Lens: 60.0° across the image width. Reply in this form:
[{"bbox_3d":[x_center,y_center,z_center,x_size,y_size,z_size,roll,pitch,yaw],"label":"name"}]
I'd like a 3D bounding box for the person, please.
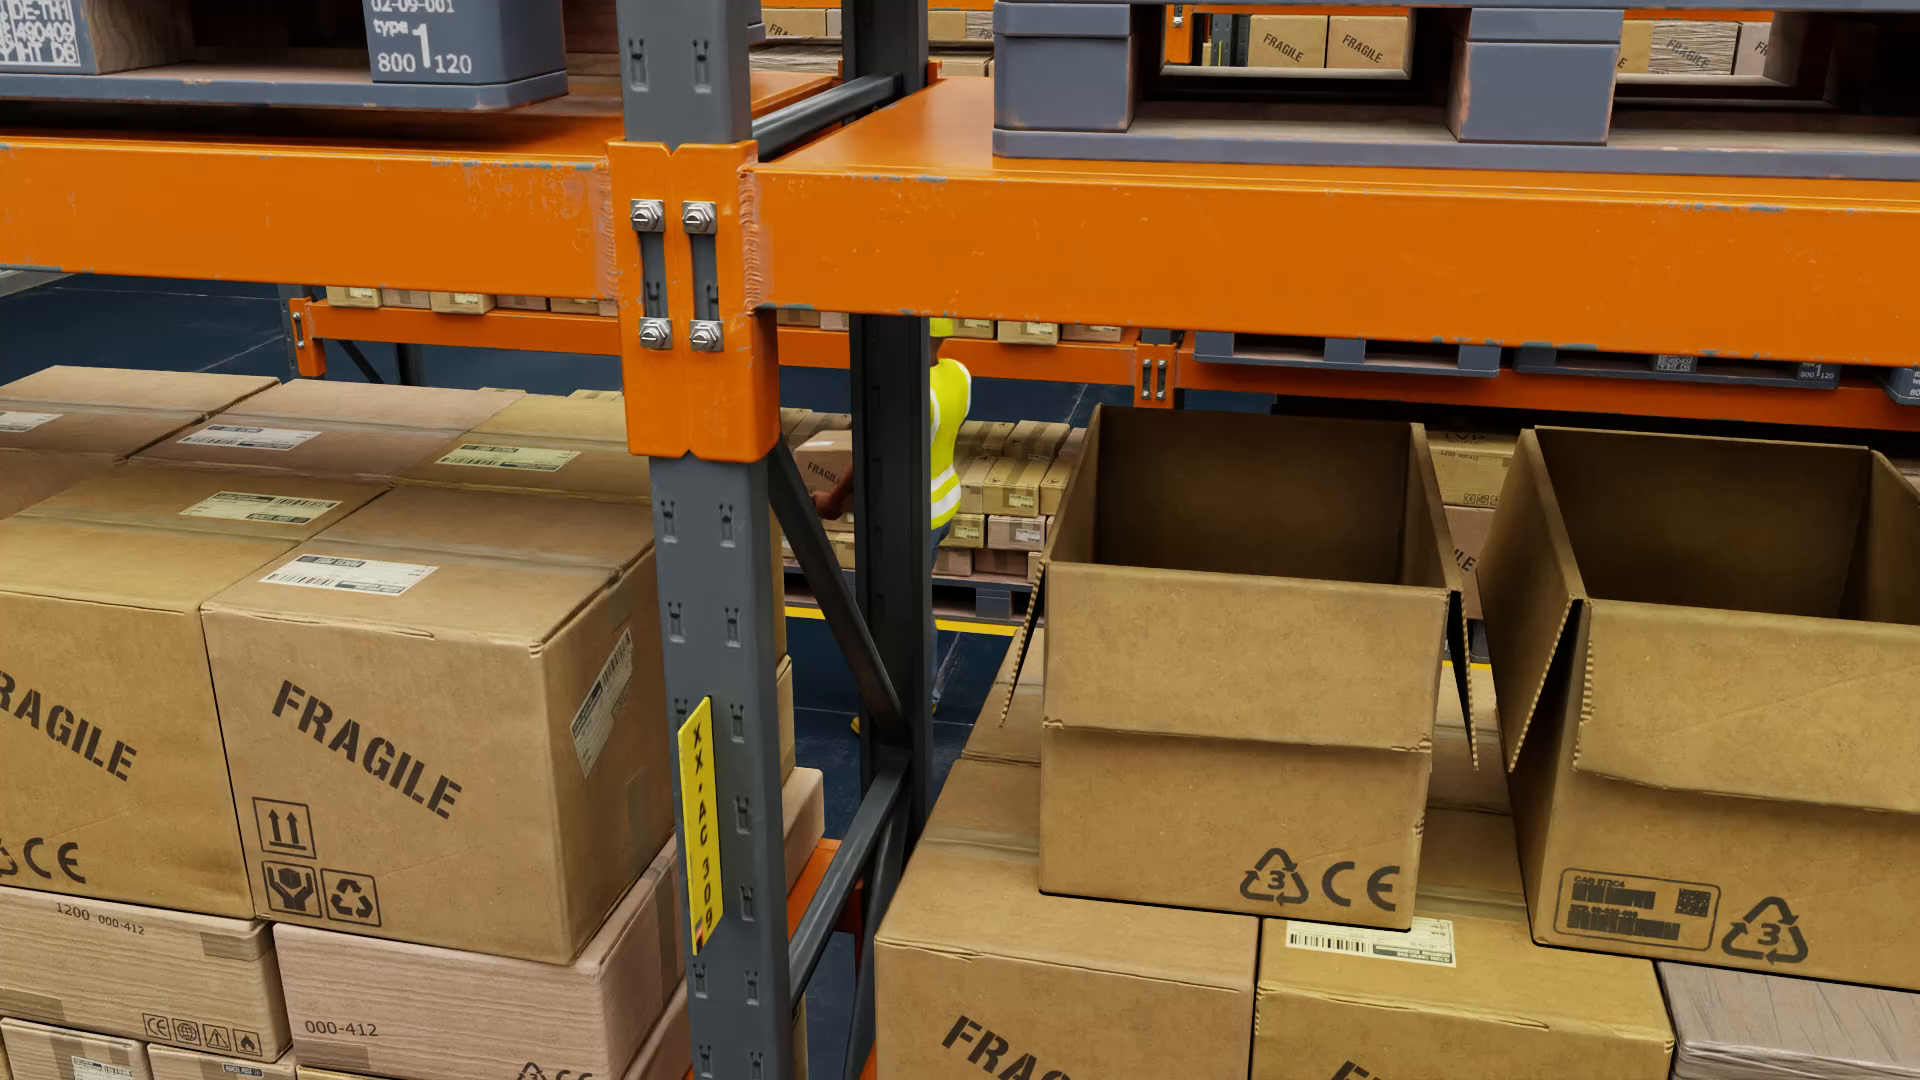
[{"bbox_3d":[-0.284,-0.094,6.301,0.585,1.760,0.504,7,23,18],"label":"person"}]
